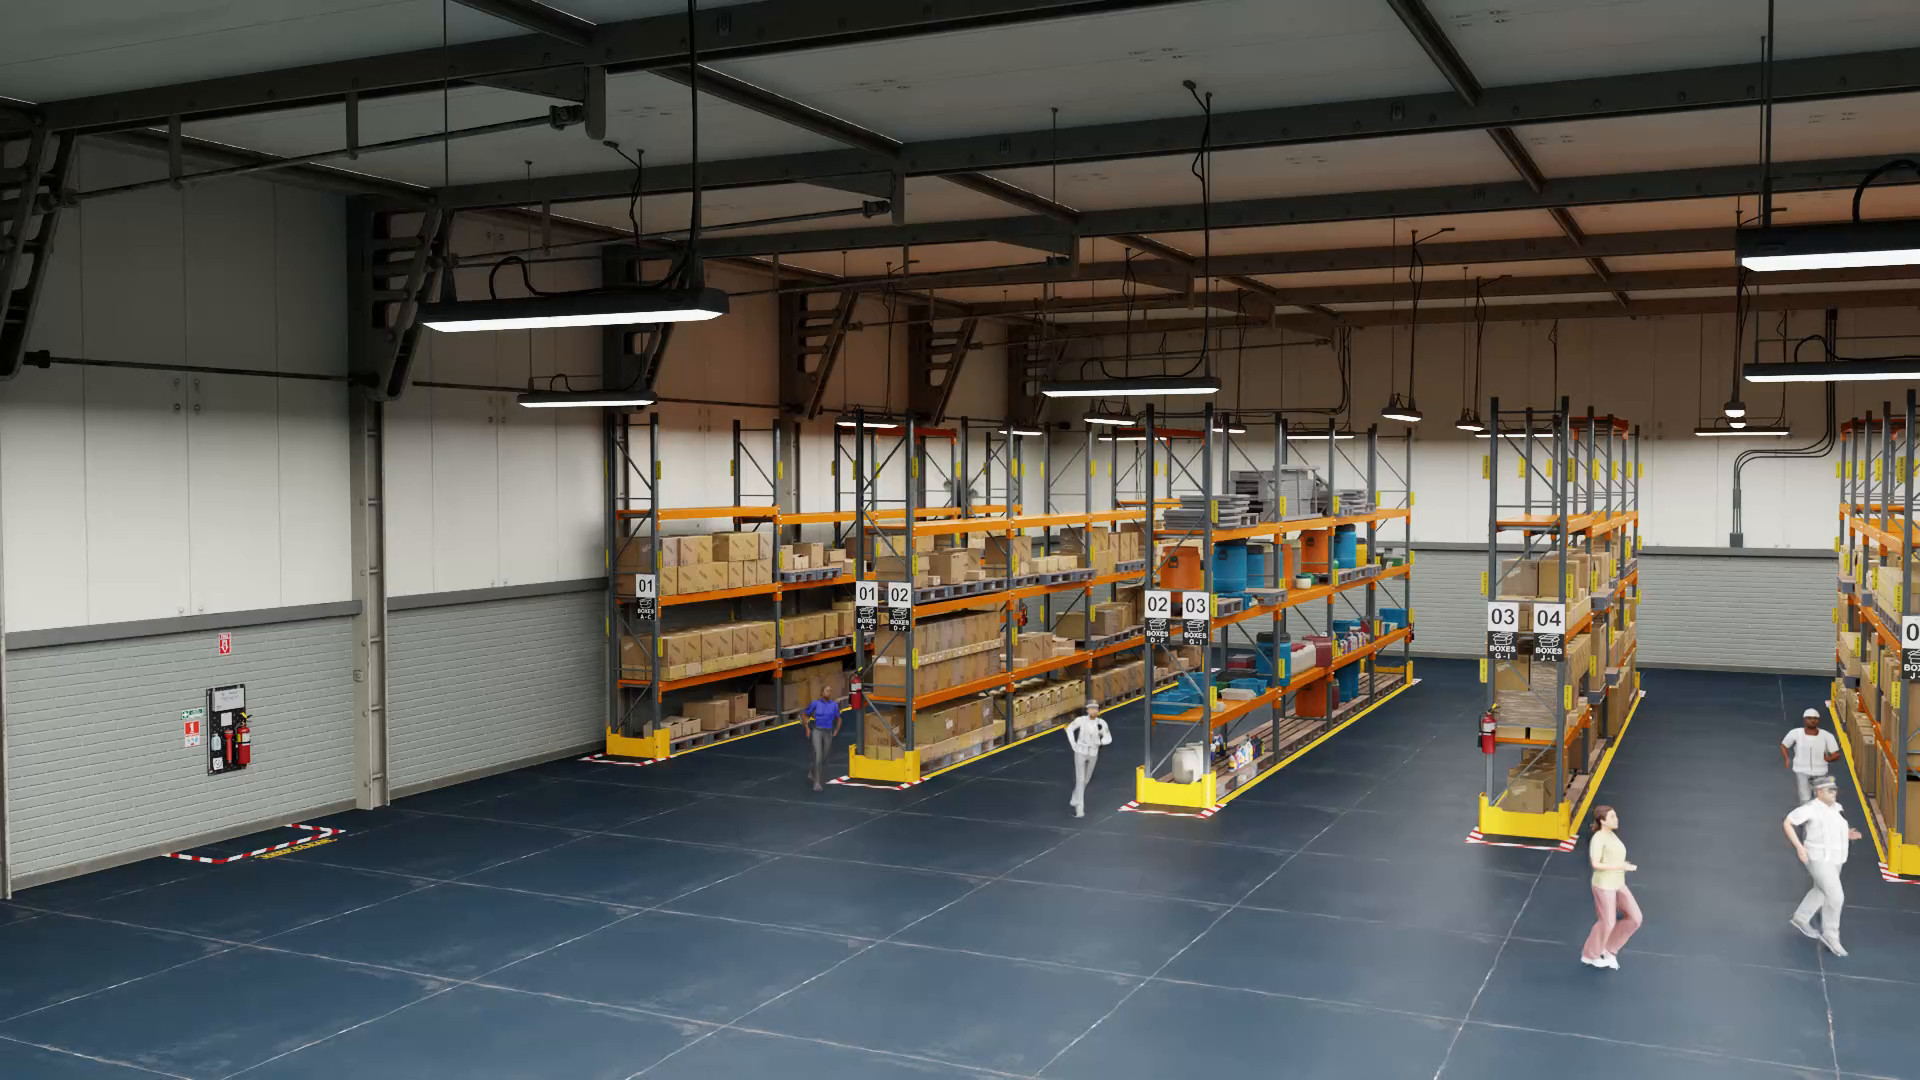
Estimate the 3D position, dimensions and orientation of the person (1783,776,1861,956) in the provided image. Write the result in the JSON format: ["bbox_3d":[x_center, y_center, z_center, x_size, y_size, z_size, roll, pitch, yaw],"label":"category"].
[{"bbox_3d":[9.060,3.384,17.449,0.637,1.849,0.798,-1,3,-30],"label":"person"}]

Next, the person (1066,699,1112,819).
[{"bbox_3d":[1.879,3.156,24.299,0.623,1.707,0.870,0,2,-6],"label":"person"}]

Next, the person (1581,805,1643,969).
[{"bbox_3d":[6.501,3.472,16.581,0.562,1.656,0.595,-2,3,-42],"label":"person"}]

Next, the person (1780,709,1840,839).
[{"bbox_3d":[11.591,3.171,22.669,0.714,1.745,0.907,1,3,21],"label":"person"}]

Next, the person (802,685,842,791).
[{"bbox_3d":[-2.177,3.142,26.298,0.616,1.549,0.687,-1,3,-21],"label":"person"}]
